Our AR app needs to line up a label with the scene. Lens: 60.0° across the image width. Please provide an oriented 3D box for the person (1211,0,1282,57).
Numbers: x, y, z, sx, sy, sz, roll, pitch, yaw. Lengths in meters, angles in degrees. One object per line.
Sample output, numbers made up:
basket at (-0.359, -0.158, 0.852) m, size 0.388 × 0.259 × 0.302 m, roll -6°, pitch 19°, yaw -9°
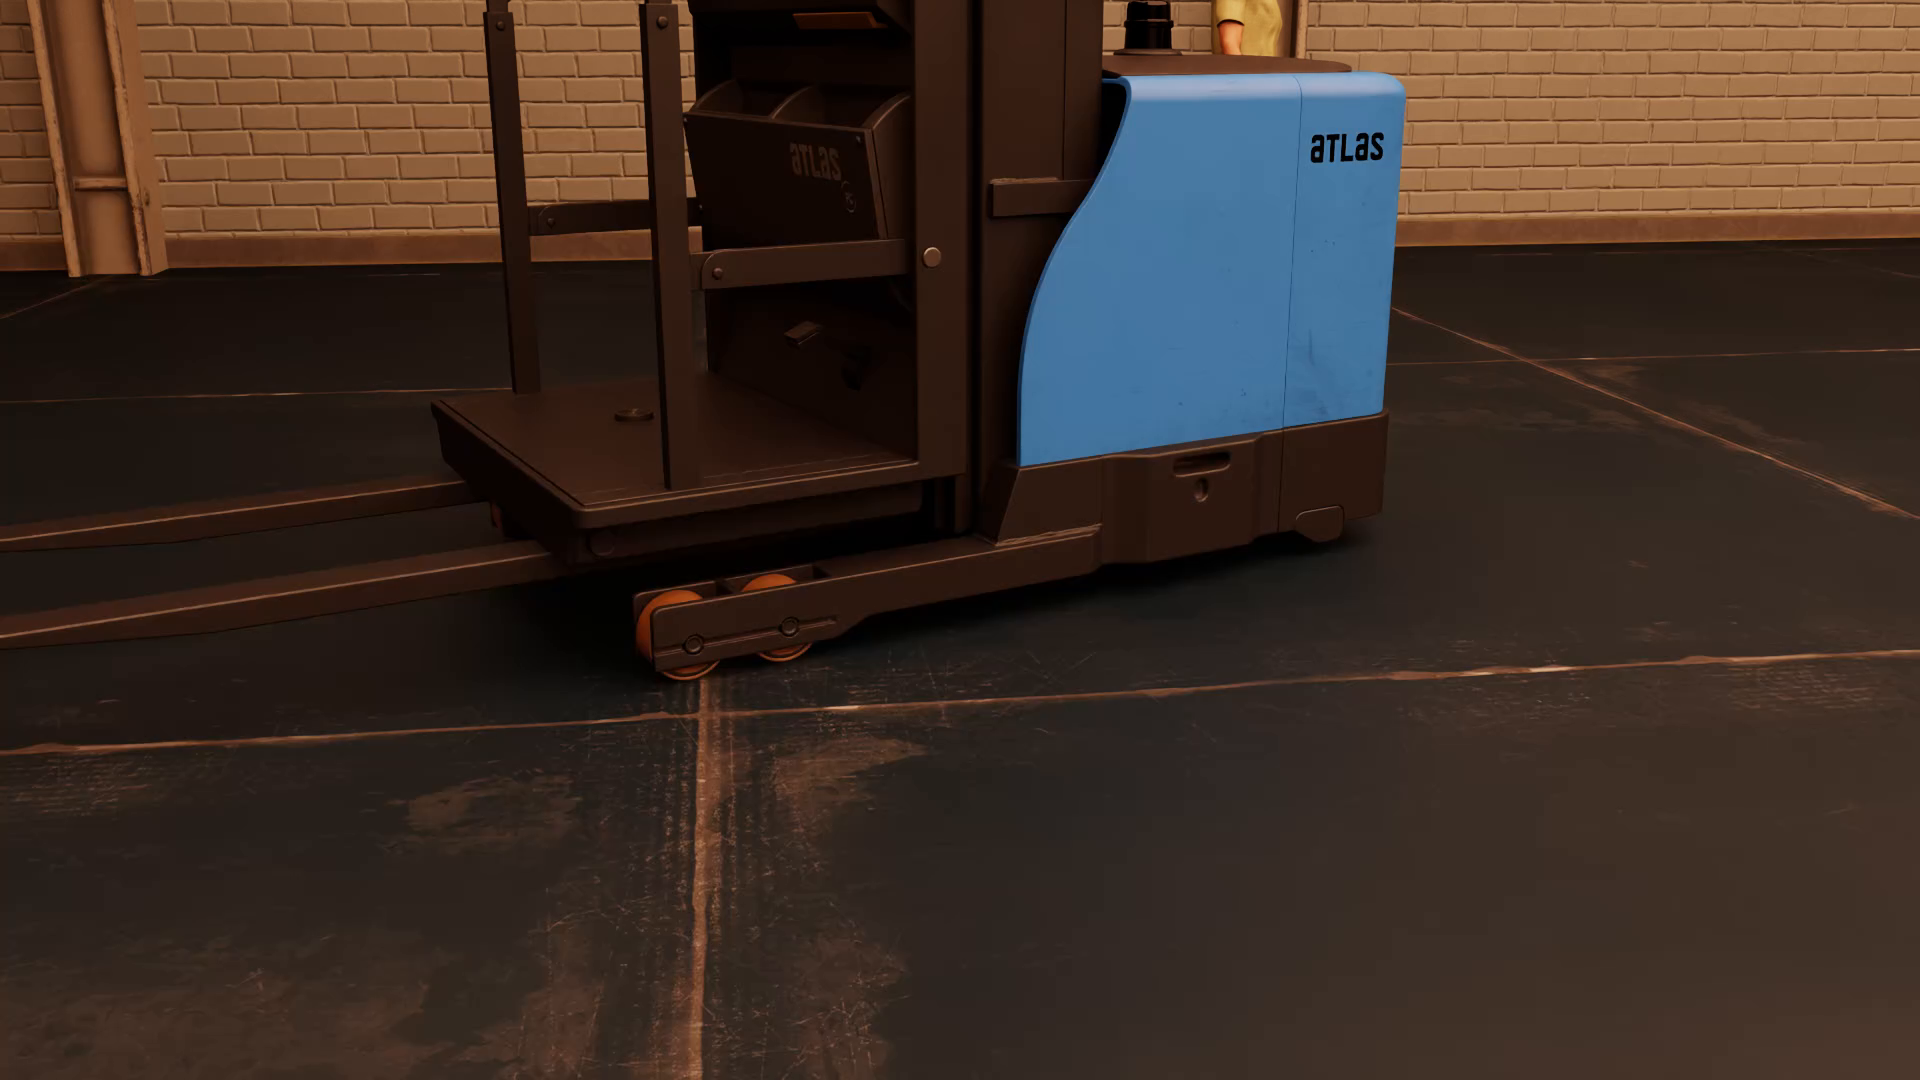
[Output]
person at (1.219, -1.661, 6.547) m, size 0.549 × 1.674 × 0.551 m, roll 3°, pitch 17°, yaw 11°

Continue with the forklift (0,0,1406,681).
forklift at (-0.526, -1.315, 3.251) m, size 3.031 × 2.935 × 1.130 m, roll -10°, pitch 19°, yaw -29°
